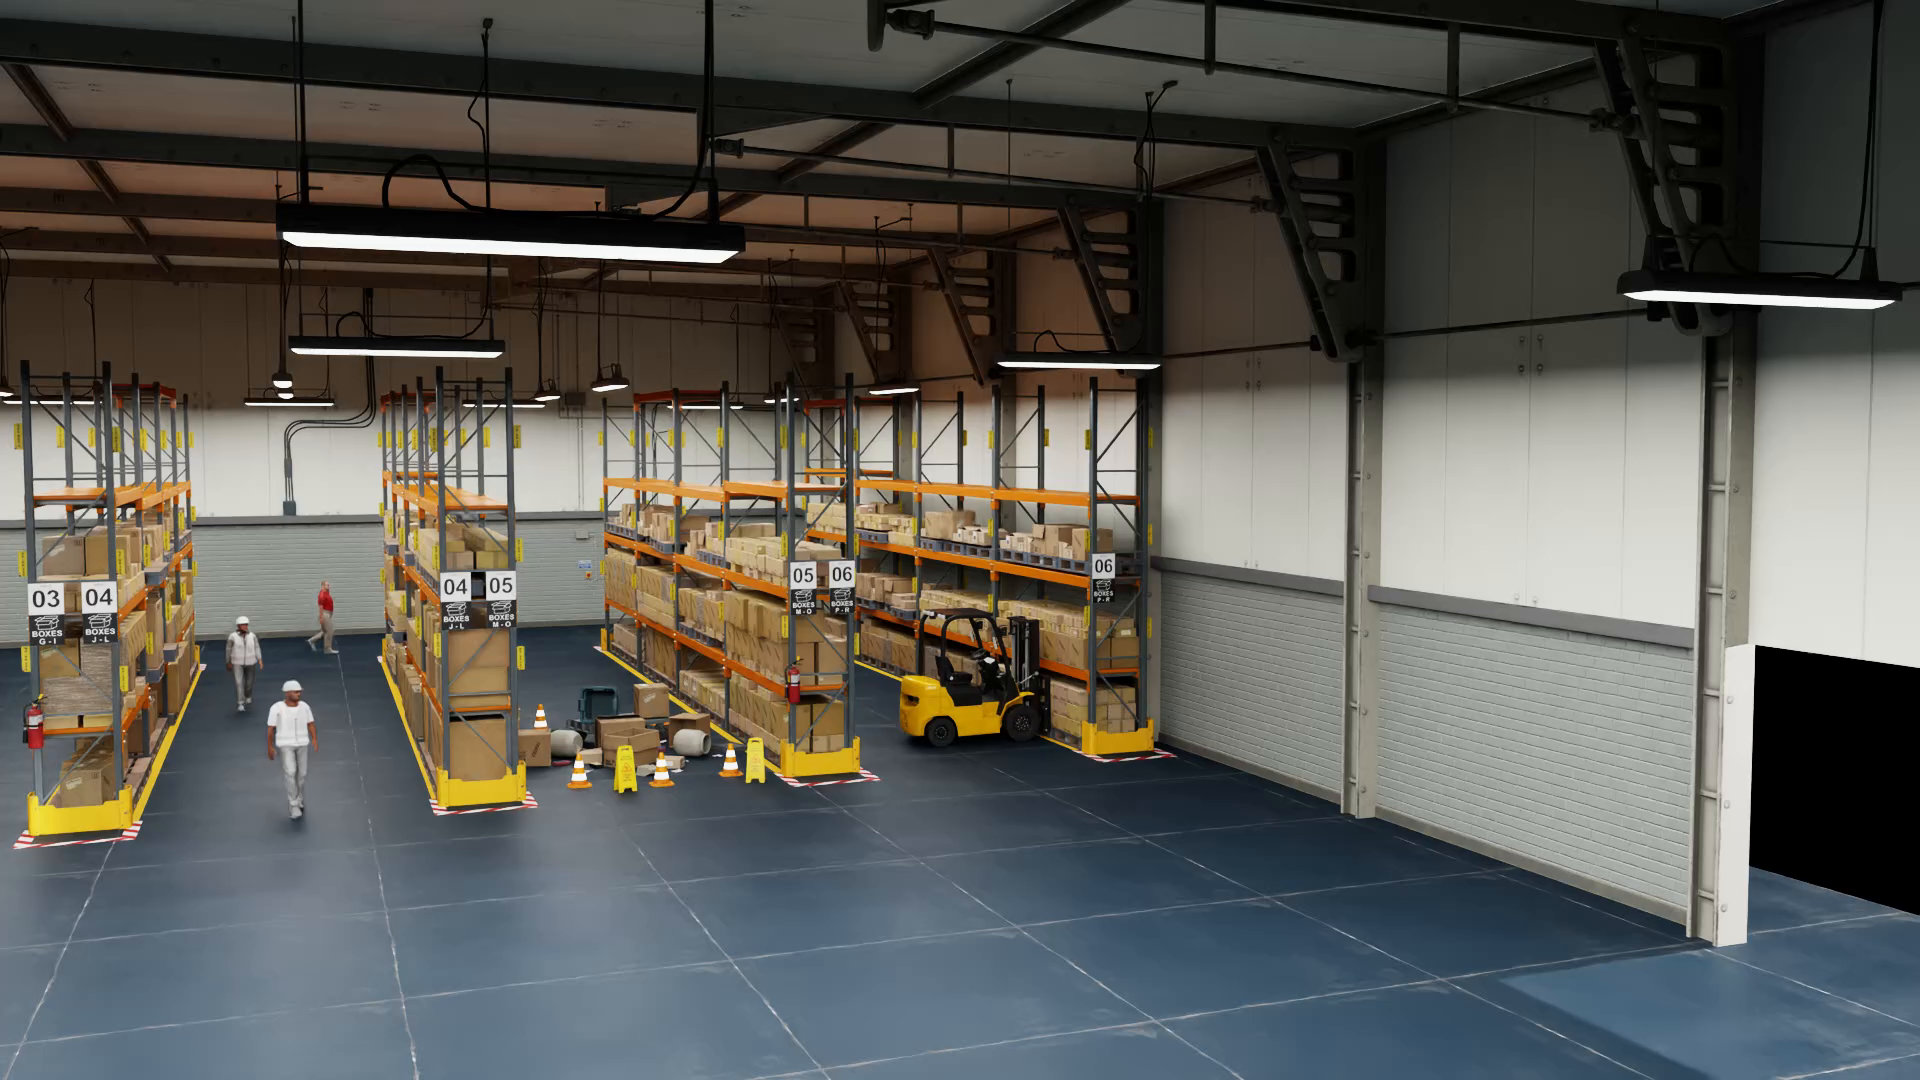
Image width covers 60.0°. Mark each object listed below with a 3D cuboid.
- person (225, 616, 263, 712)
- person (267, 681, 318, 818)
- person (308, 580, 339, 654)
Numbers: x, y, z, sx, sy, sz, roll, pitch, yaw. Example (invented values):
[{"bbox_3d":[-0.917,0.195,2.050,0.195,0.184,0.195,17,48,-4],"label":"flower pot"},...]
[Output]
[{"bbox_3d":[-13.275,2.275,30.822,0.632,1.718,1.068,-2,4,-25],"label":"person"},{"bbox_3d":[-8.918,2.794,22.380,0.600,1.765,0.782,-3,5,-44],"label":"person"},{"bbox_3d":[-14.871,1.797,38.789,0.683,1.709,0.525,-1,4,-20],"label":"person"}]
